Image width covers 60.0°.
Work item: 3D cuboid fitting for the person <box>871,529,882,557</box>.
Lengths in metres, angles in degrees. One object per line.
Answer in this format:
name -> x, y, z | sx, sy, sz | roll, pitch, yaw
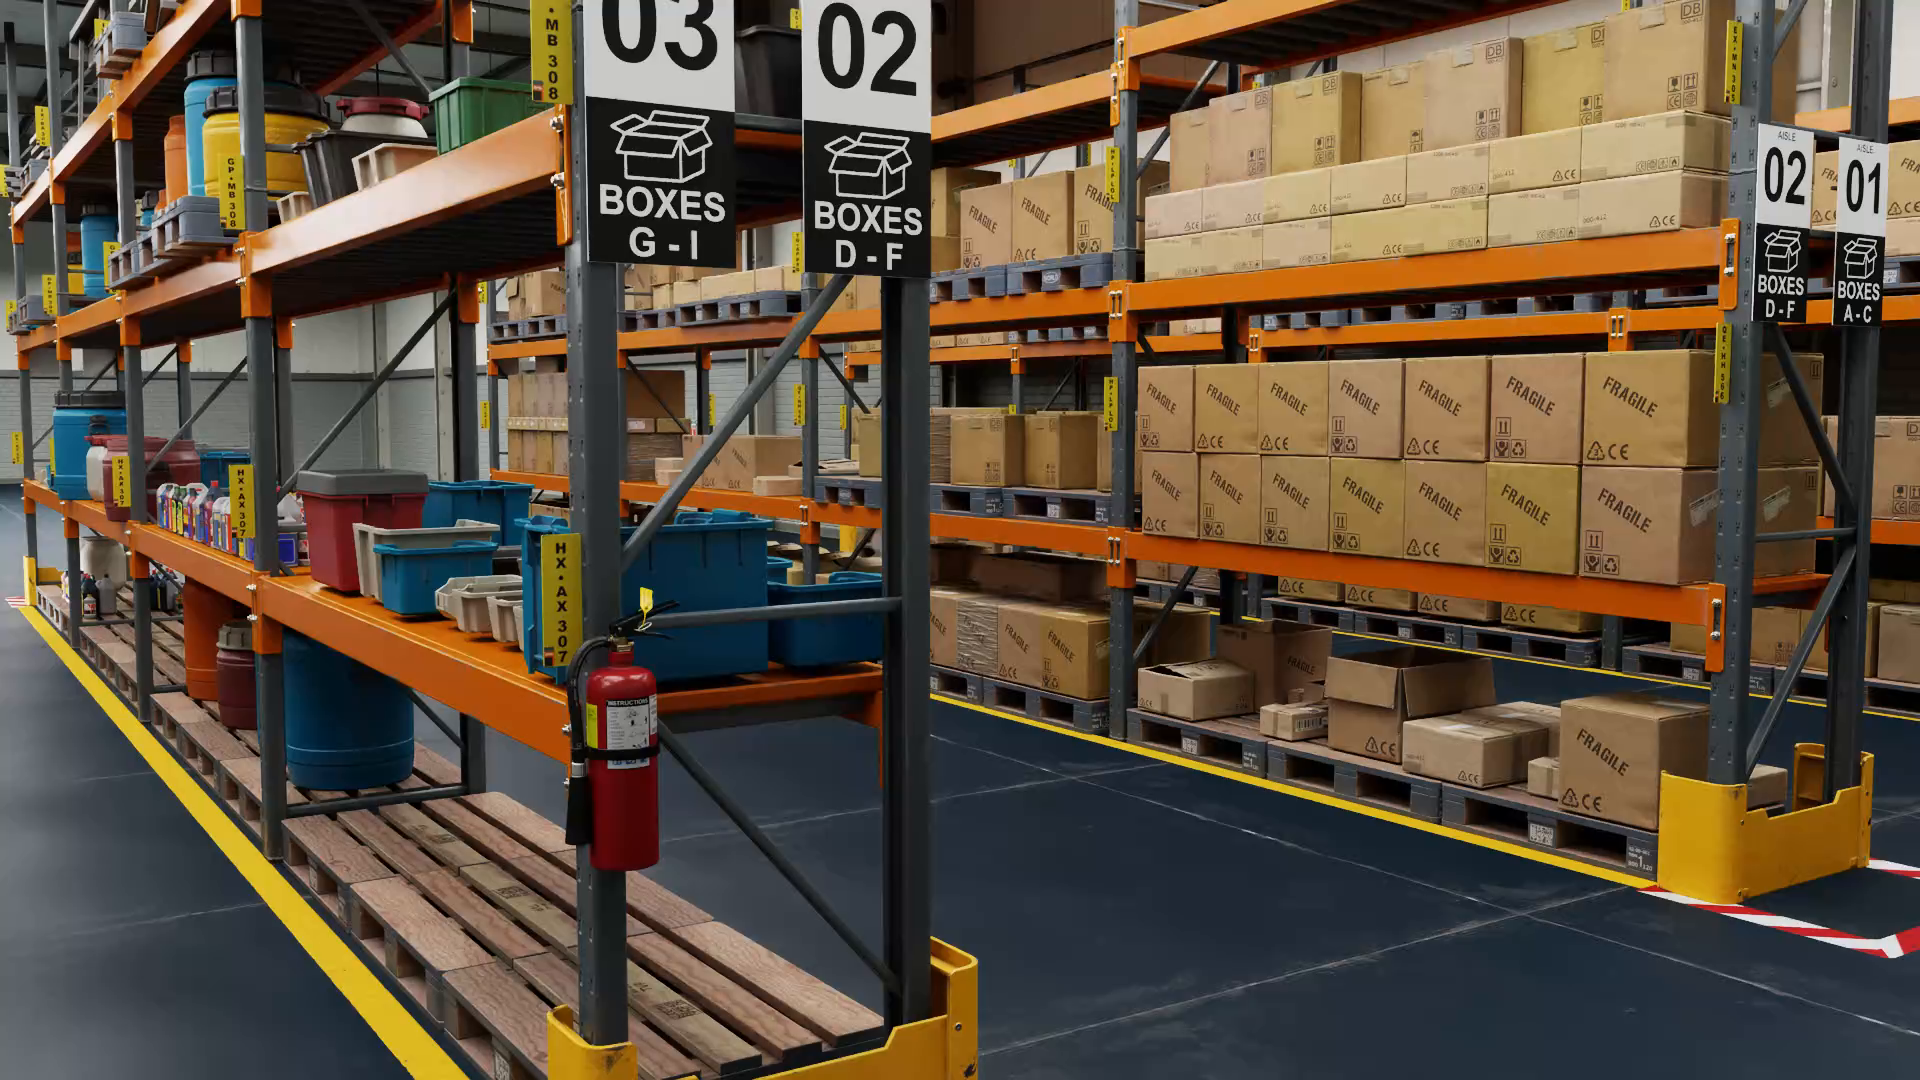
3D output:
person -> -0.695, -0.129, 16.388 | 0.527, 1.777, 0.551 | -3, 6, -35
